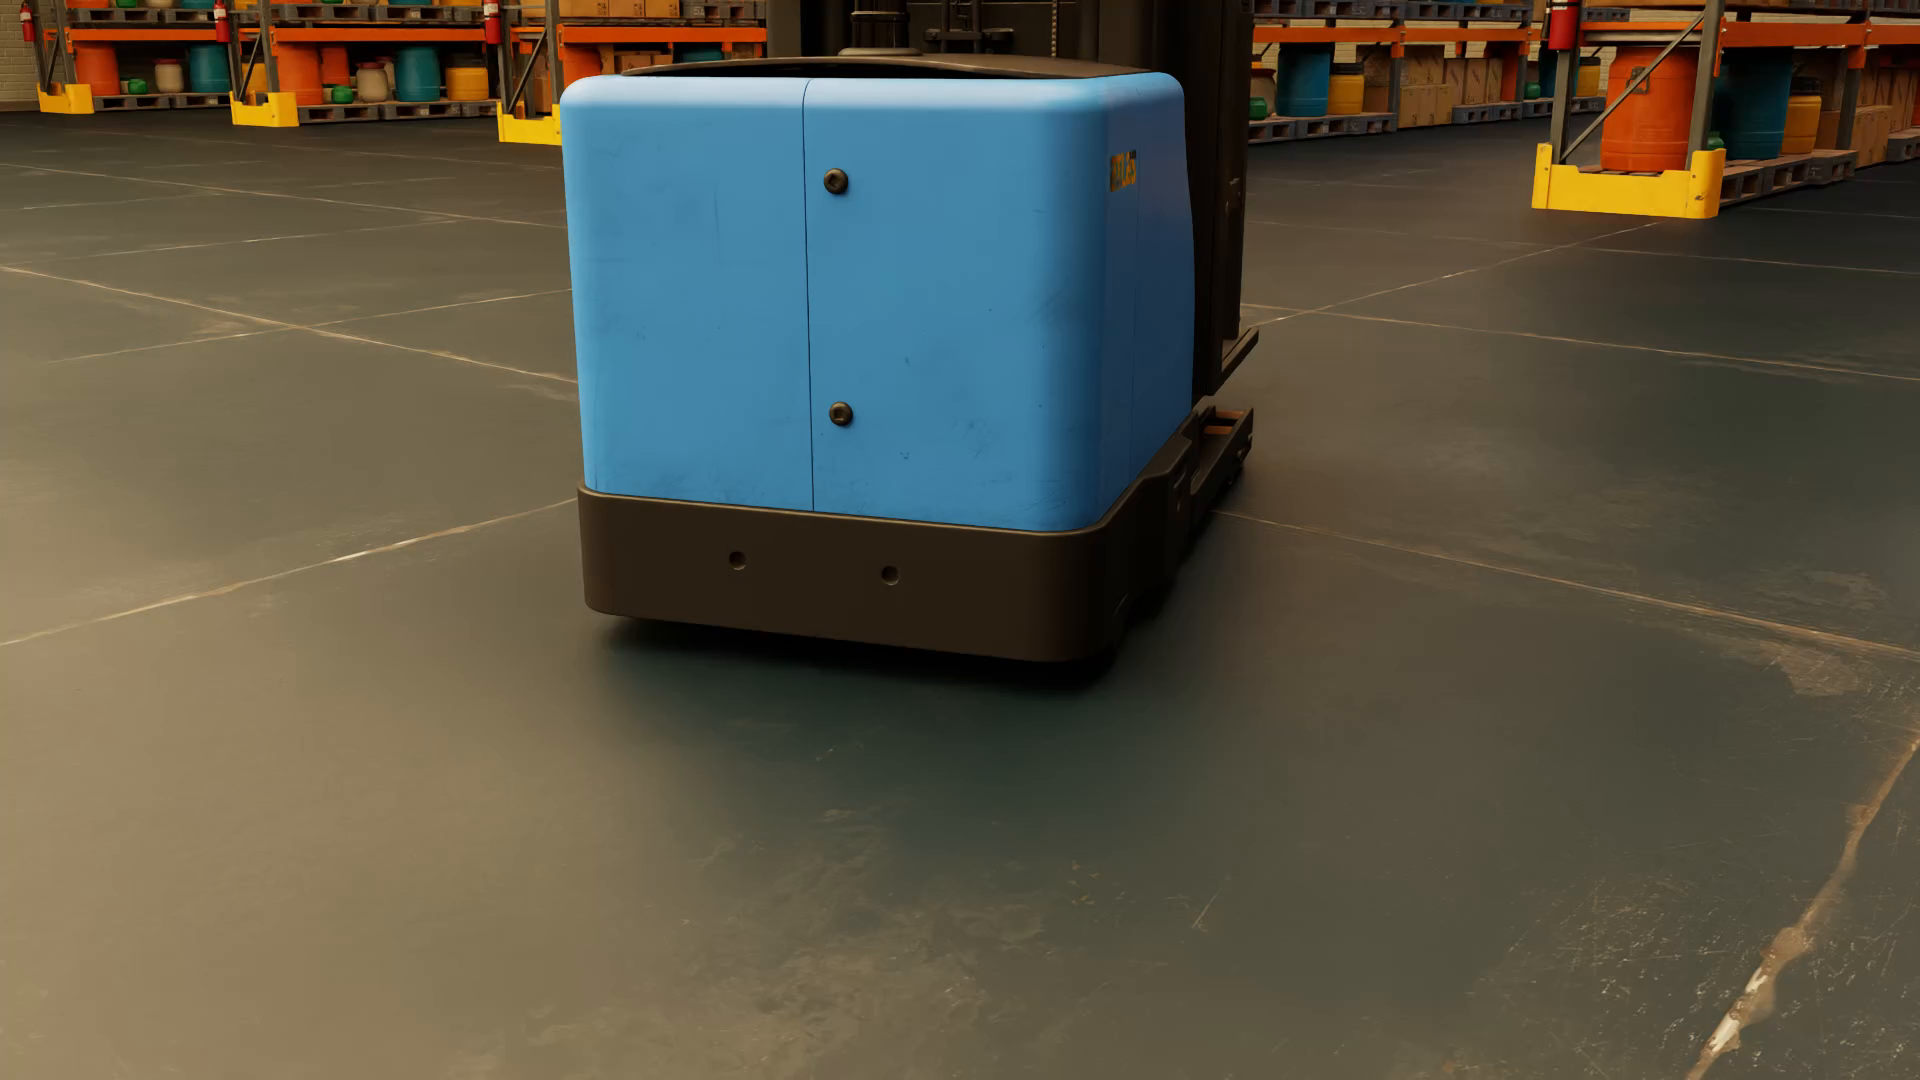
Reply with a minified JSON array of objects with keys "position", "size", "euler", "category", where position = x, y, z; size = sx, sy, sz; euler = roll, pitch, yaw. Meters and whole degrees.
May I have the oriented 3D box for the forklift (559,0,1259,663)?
[{"position":[0.182,-1.571,4.072],"size":[1.130,2.935,3.031],"euler":[5,18,17],"category":"forklift"}]
